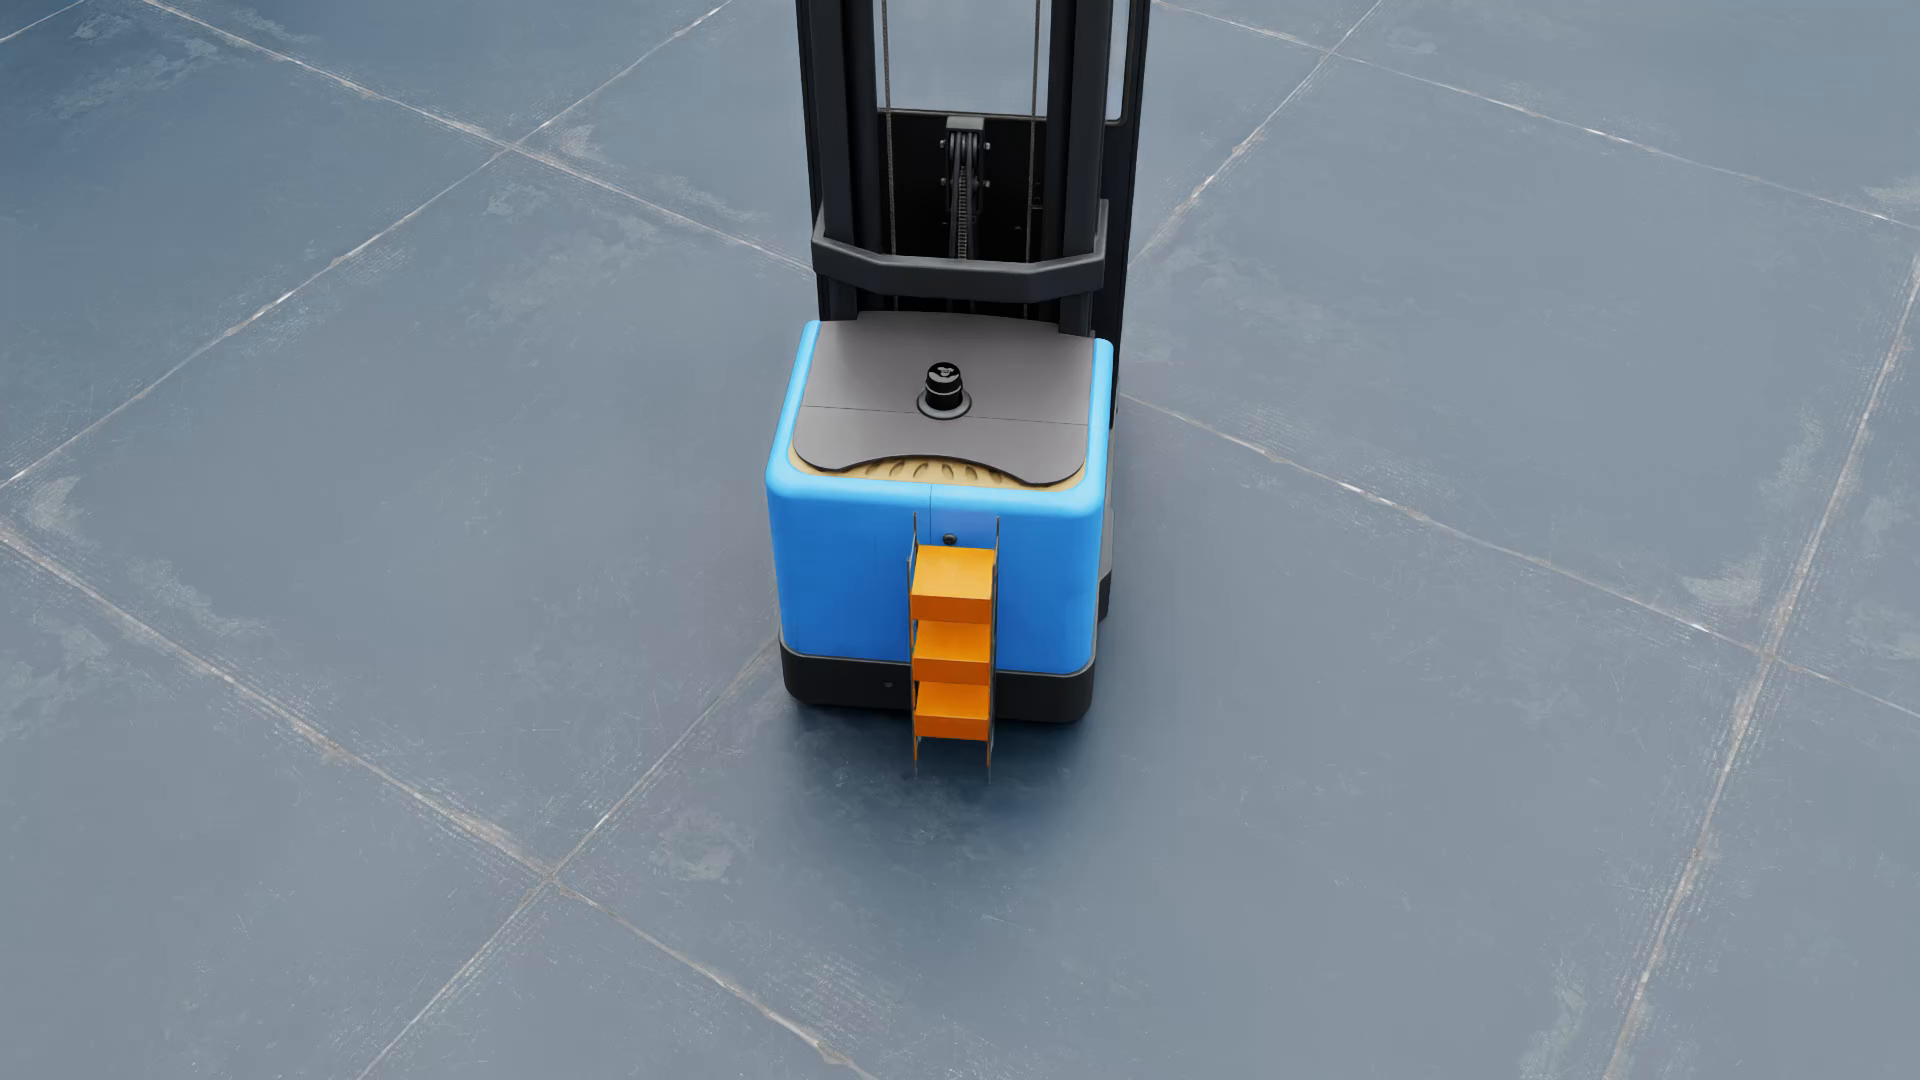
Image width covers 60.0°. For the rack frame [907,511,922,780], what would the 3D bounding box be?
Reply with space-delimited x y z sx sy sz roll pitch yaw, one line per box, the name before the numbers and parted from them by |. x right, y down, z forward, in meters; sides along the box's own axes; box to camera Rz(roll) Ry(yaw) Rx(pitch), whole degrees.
rack frame | -0.140 0.354 5.174 0.008 1.050 0.200 4 46 3

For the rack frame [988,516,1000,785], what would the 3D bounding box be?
rack frame | 0.103 0.369 5.160 0.008 1.050 0.200 4 46 3

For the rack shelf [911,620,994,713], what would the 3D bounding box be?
rack shelf | -0.018 0.369 5.175 0.240 0.259 0.215 4 46 3

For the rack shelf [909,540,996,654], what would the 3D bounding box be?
rack shelf | -0.018 0.171 4.971 0.240 0.259 0.215 4 46 3

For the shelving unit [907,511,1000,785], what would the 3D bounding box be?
shelving unit | -0.018 0.361 5.167 0.252 1.050 0.215 4 46 3

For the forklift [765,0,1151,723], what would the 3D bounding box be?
forklift | 0.064 -1.471 5.636 1.130 2.935 3.031 4 46 4

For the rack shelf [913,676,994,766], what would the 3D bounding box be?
rack shelf | -0.018 0.562 5.374 0.240 0.259 0.215 4 46 3
